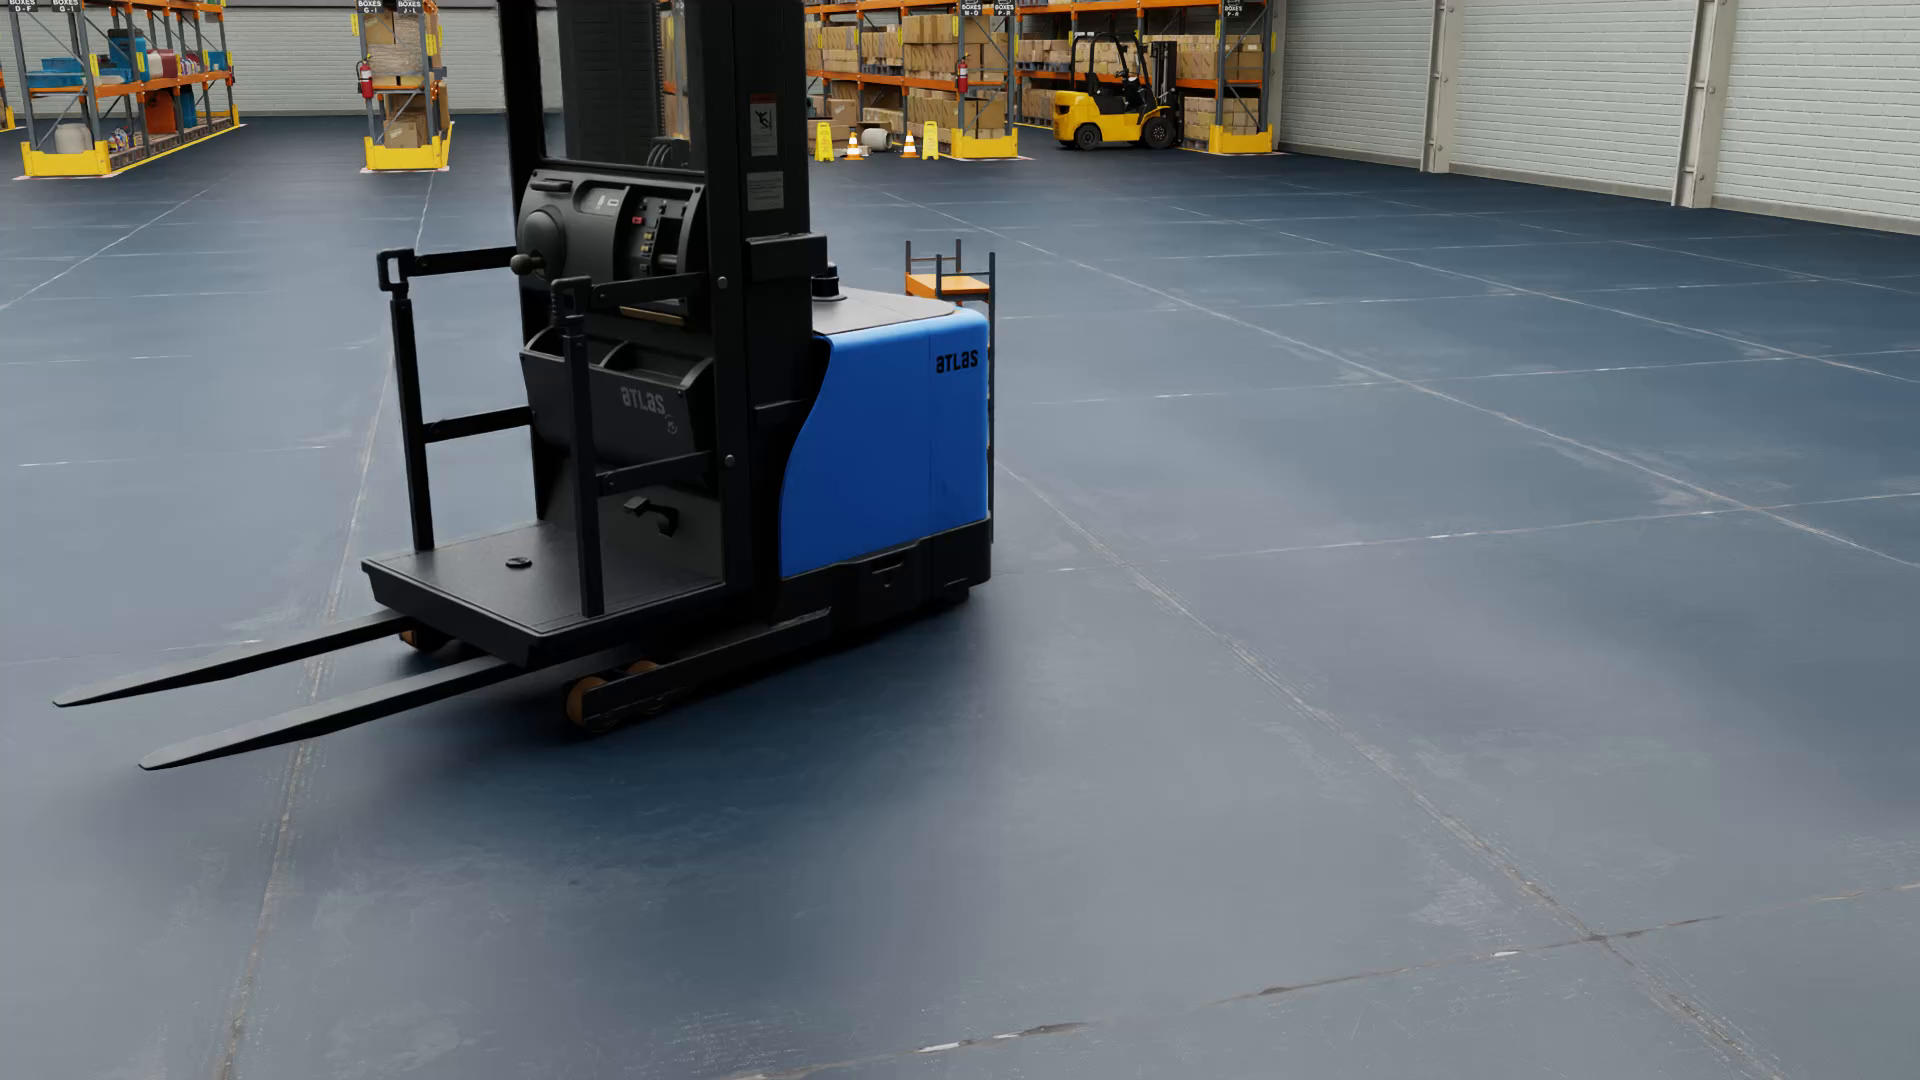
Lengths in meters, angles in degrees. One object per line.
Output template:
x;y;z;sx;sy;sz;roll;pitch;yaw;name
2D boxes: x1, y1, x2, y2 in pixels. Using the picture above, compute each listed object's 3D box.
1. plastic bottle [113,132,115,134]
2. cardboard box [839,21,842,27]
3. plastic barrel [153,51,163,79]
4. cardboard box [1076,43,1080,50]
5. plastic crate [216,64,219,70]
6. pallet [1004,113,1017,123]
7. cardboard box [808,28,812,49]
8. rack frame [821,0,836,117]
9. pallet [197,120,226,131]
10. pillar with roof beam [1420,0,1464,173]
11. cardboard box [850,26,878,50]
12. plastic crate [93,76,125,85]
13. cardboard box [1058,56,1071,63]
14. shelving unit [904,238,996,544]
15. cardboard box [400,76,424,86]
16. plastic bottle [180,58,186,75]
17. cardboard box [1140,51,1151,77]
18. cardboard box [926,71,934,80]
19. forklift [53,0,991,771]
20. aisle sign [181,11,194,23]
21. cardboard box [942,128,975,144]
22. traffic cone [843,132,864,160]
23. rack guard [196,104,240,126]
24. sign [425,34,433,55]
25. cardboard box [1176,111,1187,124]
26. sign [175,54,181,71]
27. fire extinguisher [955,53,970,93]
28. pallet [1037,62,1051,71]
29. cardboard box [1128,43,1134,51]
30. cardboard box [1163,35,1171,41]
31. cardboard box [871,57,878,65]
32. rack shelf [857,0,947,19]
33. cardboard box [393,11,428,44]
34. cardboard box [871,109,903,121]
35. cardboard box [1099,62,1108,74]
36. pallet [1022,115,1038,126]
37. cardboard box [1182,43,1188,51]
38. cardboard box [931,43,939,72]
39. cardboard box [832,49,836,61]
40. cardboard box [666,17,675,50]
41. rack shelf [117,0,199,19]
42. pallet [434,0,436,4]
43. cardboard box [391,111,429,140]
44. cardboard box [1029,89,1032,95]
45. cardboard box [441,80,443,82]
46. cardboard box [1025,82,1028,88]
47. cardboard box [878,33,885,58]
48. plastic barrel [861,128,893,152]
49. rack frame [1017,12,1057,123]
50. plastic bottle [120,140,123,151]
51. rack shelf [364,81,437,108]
-14.425;-6.824;28.411;0.061;0.283;0.133;-5;17;-15;plastic bottle
-2.760;-12.630;40.744;0.380;0.149;0.250;-4;17;-14;cardboard box
-15.540;-9.119;31.902;0.421;0.512;0.421;0;17;0;plastic barrel
2.838;-11.149;37.552;0.380;0.149;0.250;-4;17;-14;cardboard box
-17.829;-11.237;39.502;0.396;0.136;0.243;-5;17;-15;plastic crate
1.747;-10.863;42.748;1.003;0.211;1.213;-5;17;-15;pallet
-3.513;-12.531;41.544;0.500;0.500;0.500;-4;17;-15;cardboard box
-2.837;-11.615;40.404;1.000;3.000;0.127;-5;17;-15;rack frame
-17.706;-9.643;38.686;1.003;0.211;1.213;-5;17;-15;pallet
3.417;-9.826;24.021;9.100;9.000;0.400;-5;17;-15;pillar with roof beam
-2.131;-11.157;36.970;0.500;0.500;0.500;-5;17;-17;cardboard box
-14.239;-7.671;27.735;0.530;0.136;0.437;-5;17;-15;plastic crate
2.484;-11.134;38.511;0.380;0.149;0.250;-4;17;-14;cardboard box
-0.045;-0.620;6.932;0.258;1.200;0.503;-5;17;-15;shelving unit
-8.917;-7.489;27.107;0.380;0.149;0.250;-5;17;-15;cardboard box
-16.258;-9.883;34.725;0.144;0.351;0.185;-5;17;-15;plastic bottle
4.004;-9.700;33.856;0.500;0.500;0.500;-5;17;-17;cardboard box
-0.422;-8.747;31.294;0.380;0.149;0.250;-5;17;-15;cardboard box
-1.266;-0.987;5.144;1.130;2.935;3.031;15;23;41;forklift
-18.532;-12.788;39.790;0.394;0.787;0.004;-5;17;-15;aisle sign
-0.027;-7.389;30.385;0.500;0.250;0.500;-5;17;-16;cardboard box
-1.872;-6.916;29.170;0.336;0.463;0.334;-5;17;-15;traffic cone
-18.246;-10.355;40.554;1.175;0.500;0.348;-5;17;-15;rack guard
-8.546;-7.970;26.764;0.100;0.325;0.005;-5;17;-15;sign
4.508;-8.203;32.228;0.500;0.250;0.500;-5;17;-17;cardboard box
-15.501;-9.457;32.937;0.100;0.325;0.005;-5;17;-15;sign
0.049;-8.190;29.139;0.296;0.674;0.183;-5;17;-15;fire extinguisher
2.495;-11.347;39.848;1.003;0.211;1.213;-5;17;-15;pallet
3.737;-10.301;34.729;0.380;0.149;0.250;-5;17;-16;cardboard box
4.242;-9.901;32.880;0.380;0.149;0.250;-5;17;-16;cardboard box
-1.695;-10.247;35.557;0.380;0.149;0.250;-5;17;-15;cardboard box
-1.188;-11.047;34.551;1.077;0.370;4.000;-5;17;-15;rack shelf
-8.957;-8.355;27.123;0.500;0.500;0.500;-5;17;-15;cardboard box
-1.382;-9.090;35.838;0.950;0.372;0.625;-5;17;-16;cardboard box
3.343;-10.263;36.165;0.500;0.250;0.500;-4;17;-13;cardboard box
2.194;-10.451;41.376;1.003;0.211;1.213;-5;17;-15;pallet
4.492;-9.474;31.977;0.380;0.149;0.250;-5;17;-15;cardboard box
-0.221;-8.892;30.648;0.500;0.500;0.500;-5;17;-16;cardboard box
-2.704;-11.355;38.930;0.500;0.250;0.500;-4;17;-15;cardboard box
-4.575;-8.716;28.616;0.875;0.550;0.550;-5;17;-15;cardboard box
-16.578;-10.979;34.323;1.077;0.370;4.000;-5;17;-15;rack shelf
-12.912;-12.789;39.255;1.003;0.211;1.213;-5;17;-15;pallet
-10.315;-7.803;31.297;0.700;0.500;0.500;-6;18;-20;cardboard box
1.928;-11.132;41.285;0.380;0.149;0.250;-5;17;-17;cardboard box
-12.717;-10.453;39.499;0.875;0.875;0.875;-5;17;-15;cardboard box
1.836;-11.350;41.493;0.380;0.149;0.250;-5;17;-16;cardboard box
-1.404;-10.328;34.700;0.500;0.500;0.500;-5;18;-17;cardboard box
-1.563;-7.513;31.228;0.512;0.421;0.421;7;18;23;plastic barrel
1.934;-12.008;41.714;1.000;3.000;0.127;-5;17;-15;rack frame
-14.177;-6.667;28.032;0.097;0.201;0.097;0;17;0;plastic bottle
-9.617;-7.721;28.691;1.077;0.370;4.000;-5;17;-15;rack shelf
